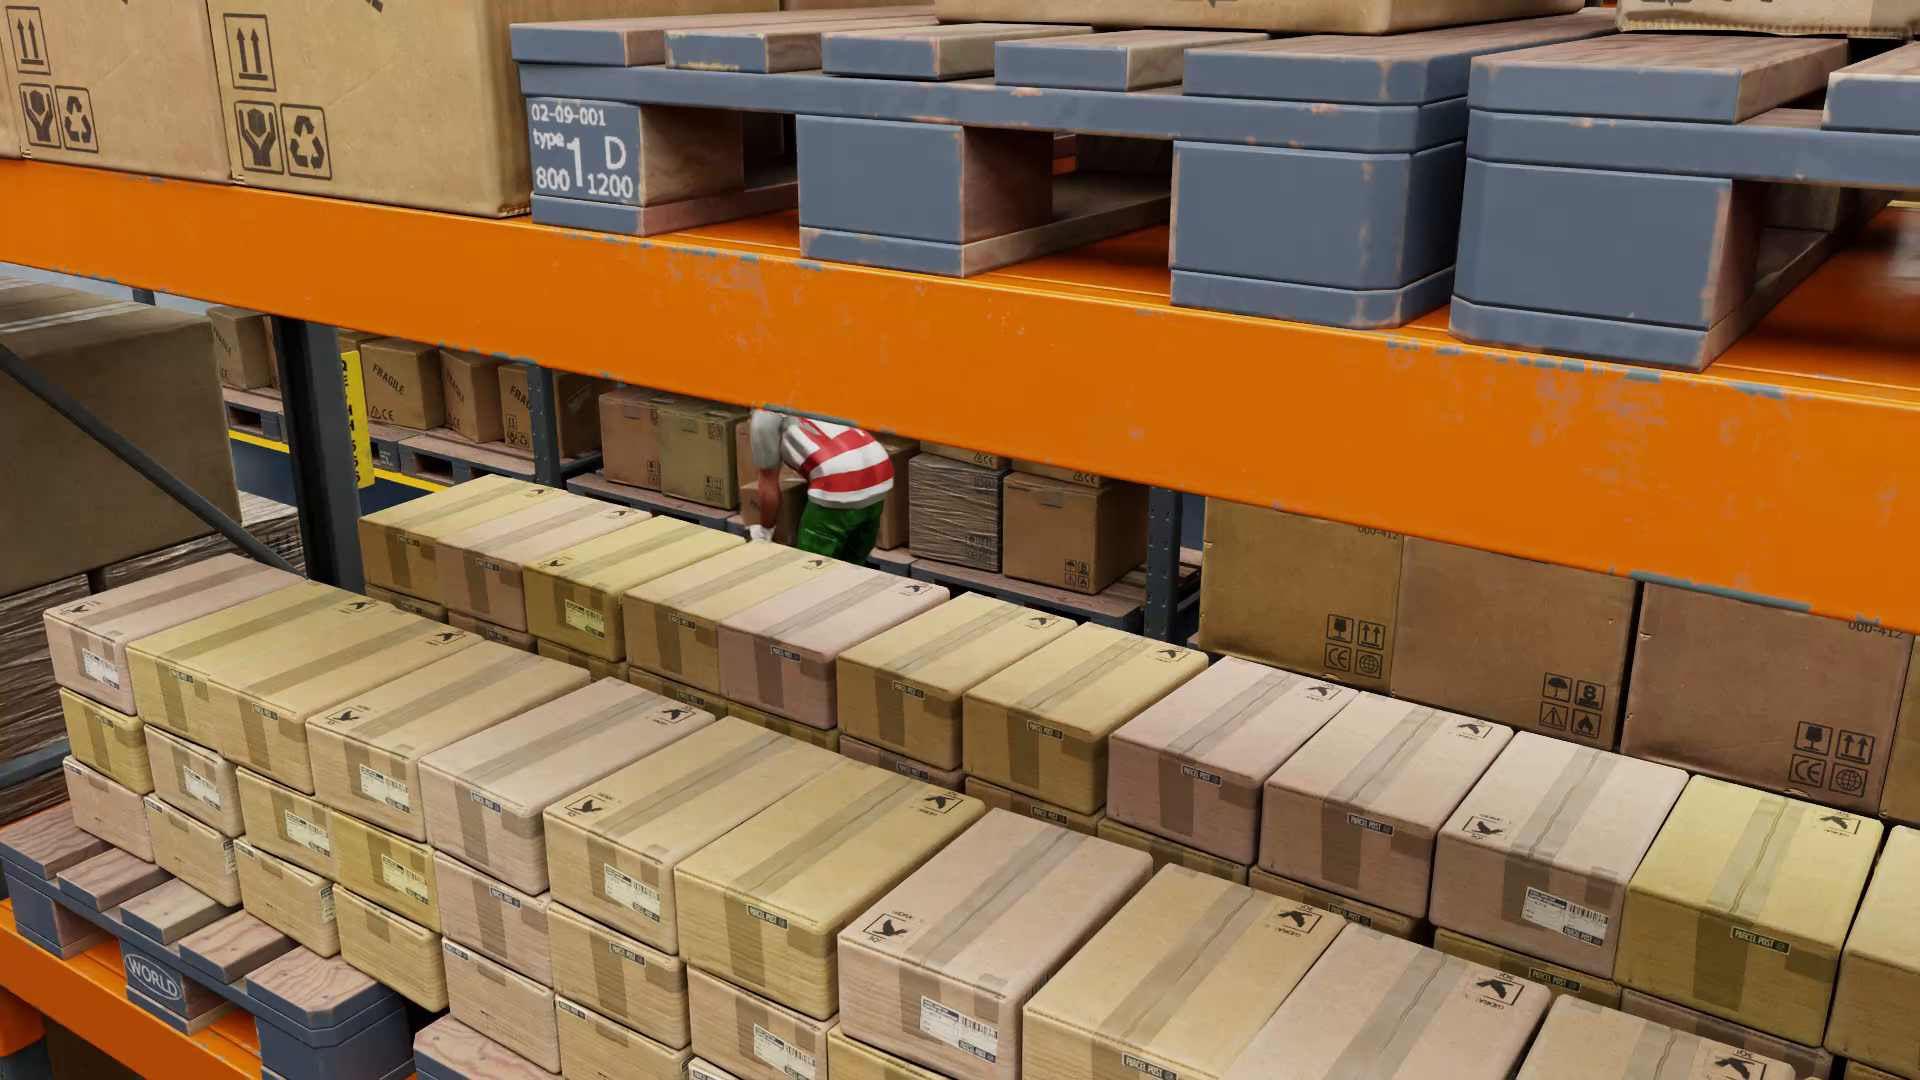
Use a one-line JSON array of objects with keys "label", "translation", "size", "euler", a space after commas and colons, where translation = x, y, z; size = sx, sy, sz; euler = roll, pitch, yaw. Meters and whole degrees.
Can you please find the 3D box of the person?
[{"label": "person", "translation": [-0.683, -0.133, 7.274], "size": [0.819, 1.541, 0.484], "euler": [12, 23, 31]}]
